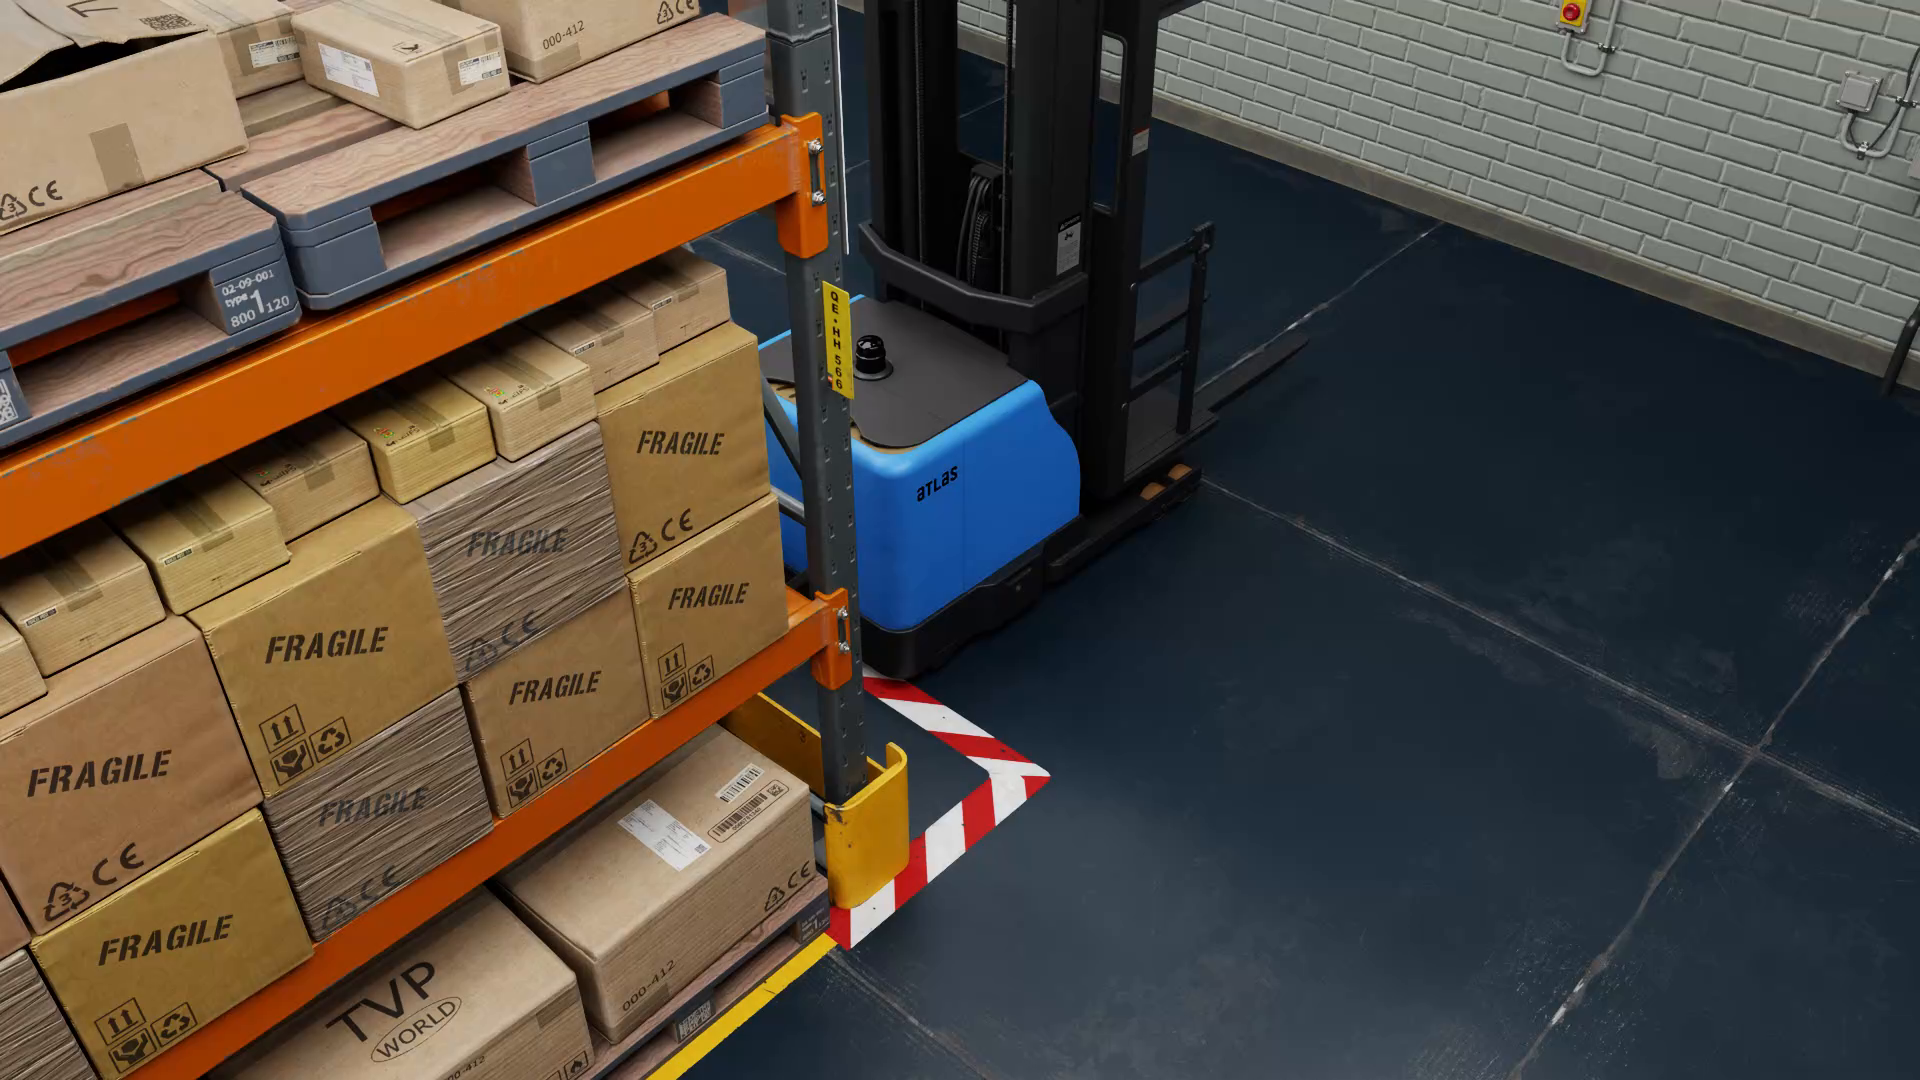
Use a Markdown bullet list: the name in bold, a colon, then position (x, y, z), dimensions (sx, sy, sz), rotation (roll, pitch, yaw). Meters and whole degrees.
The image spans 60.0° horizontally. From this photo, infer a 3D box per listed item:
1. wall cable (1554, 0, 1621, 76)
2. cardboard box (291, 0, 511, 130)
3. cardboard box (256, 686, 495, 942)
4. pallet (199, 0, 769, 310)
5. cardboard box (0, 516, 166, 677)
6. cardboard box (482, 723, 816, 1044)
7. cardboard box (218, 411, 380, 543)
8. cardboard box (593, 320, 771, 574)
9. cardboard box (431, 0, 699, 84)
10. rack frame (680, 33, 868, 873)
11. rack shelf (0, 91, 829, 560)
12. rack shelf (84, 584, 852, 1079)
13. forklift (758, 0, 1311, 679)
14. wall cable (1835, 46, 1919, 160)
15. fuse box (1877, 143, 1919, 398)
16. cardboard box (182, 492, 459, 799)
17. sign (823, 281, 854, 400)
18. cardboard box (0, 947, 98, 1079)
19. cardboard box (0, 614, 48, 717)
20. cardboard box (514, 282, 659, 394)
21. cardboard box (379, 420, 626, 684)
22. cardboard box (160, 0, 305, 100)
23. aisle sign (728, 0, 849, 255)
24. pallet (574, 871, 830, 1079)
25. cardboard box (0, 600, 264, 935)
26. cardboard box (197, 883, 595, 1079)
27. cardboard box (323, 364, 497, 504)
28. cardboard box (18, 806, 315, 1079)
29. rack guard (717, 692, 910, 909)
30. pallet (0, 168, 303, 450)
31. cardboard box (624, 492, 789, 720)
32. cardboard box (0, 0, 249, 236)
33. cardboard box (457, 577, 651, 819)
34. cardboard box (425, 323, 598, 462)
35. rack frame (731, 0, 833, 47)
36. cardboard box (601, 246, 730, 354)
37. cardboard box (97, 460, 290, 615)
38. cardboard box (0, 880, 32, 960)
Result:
- **wall cable**: position (3.074, -3.222, 8.050), dimensions (0.585, 1.953, 0.123), rotation (30, 47, 32)
- **cardboard box**: position (-1.174, -1.020, 3.497), dimensions (0.380, 0.149, 0.250), rotation (26, 45, 29)
- **cardboard box**: position (-1.533, 0.547, 4.072), dimensions (0.500, 0.500, 0.500), rotation (31, 48, 33)
- **pallet**: position (-1.206, -1.006, 3.766), dimensions (1.003, 0.211, 1.213), rotation (30, 47, 32)
- **cardboard box**: position (-1.819, 0.075, 3.341), dimensions (0.380, 0.149, 0.250), rotation (31, 48, 33)
- **cardboard box**: position (-1.085, 0.972, 5.339), dimensions (0.875, 0.438, 0.875), rotation (28, 46, 31)
- **cardboard box**: position (-1.502, -0.178, 3.658), dimensions (0.380, 0.149, 0.250), rotation (29, 47, 32)
- **cardboard box**: position (-0.863, -0.321, 4.360), dimensions (0.500, 0.500, 0.500), rotation (31, 48, 33)
- **cardboard box**: position (-0.950, -1.286, 3.750), dimensions (0.500, 0.250, 0.500), rotation (25, 45, 28)
- **rack frame**: position (-0.713, -0.212, 5.106), dimensions (1.000, 3.000, 0.127), rotation (30, 47, 32)
- **rack shelf**: position (-2.062, -0.185, 3.241), dimensions (1.077, 0.370, 4.000), rotation (30, 47, 32)
- **rack shelf**: position (-2.062, 0.989, 4.174), dimensions (1.077, 0.370, 4.000), rotation (30, 47, 32)
- **forklift**: position (0.434, -1.431, 6.694), dimensions (1.130, 2.935, 3.031), rotation (31, 48, 33)
- **wall cable**: position (4.128, -2.619, 7.318), dimensions (0.588, 1.984, 0.122), rotation (30, 47, 32)
- **fuse box**: position (4.526, -1.359, 7.584), dimensions (0.539, 1.711, 0.414), rotation (30, 47, 32)
- **cardboard box**: position (-1.530, 0.158, 3.758), dimensions (0.500, 0.500, 0.500), rotation (29, 47, 32)
- **sign**: position (-0.322, -0.523, 4.377), dimensions (0.100, 0.325, 0.005), rotation (30, 47, 32)
- **cardboard box**: position (-2.219, 1.026, 3.469), dimensions (0.500, 0.500, 0.500), rotation (30, 47, 32)
- **cardboard box**: position (-1.966, 0.214, 3.166), dimensions (0.380, 0.149, 0.250), rotation (30, 47, 32)
- **cardboard box**: position (-0.961, -0.520, 4.089), dimensions (0.380, 0.149, 0.250), rotation (31, 48, 33)
- **cardboard box**: position (-1.194, -0.068, 4.042), dimensions (0.500, 0.500, 0.500), rotation (30, 47, 32)
- **cardboard box**: position (-1.617, -1.088, 3.582), dimensions (0.380, 0.149, 0.250), rotation (31, 48, 33)
- **aisle sign**: position (-0.436, -1.132, 4.175), dimensions (0.394, 0.787, 0.004), rotation (30, 47, 32)
- **pallet**: position (-1.195, 1.280, 5.471), dimensions (1.003, 0.211, 1.213), rotation (30, 47, 32)
- **cardboard box**: position (-1.870, 0.388, 3.468), dimensions (0.500, 0.500, 0.500), rotation (29, 47, 32)
- **cardboard box**: position (-1.696, 1.396, 4.806), dimensions (0.875, 0.438, 0.875), rotation (31, 48, 33)
- **cardboard box**: position (-1.273, -0.268, 3.772), dimensions (0.380, 0.149, 0.250), rotation (31, 48, 33)
- **cardboard box**: position (-1.872, 0.789, 3.767), dimensions (0.500, 0.500, 0.500), rotation (31, 48, 33)
- **rack guard**: position (-0.697, 0.756, 5.898), dimensions (1.175, 0.500, 0.348), rotation (30, 47, 32)
- **pallet**: position (-2.029, -0.443, 3.058), dimensions (1.003, 0.211, 1.213), rotation (30, 47, 32)
- **cardboard box**: position (-0.843, 0.082, 4.657), dimensions (0.500, 0.500, 0.500), rotation (30, 47, 32)
- **cardboard box**: position (-1.760, -0.888, 3.200), dimensions (0.500, 0.311, 0.500), rotation (31, 48, 33)
- **cardboard box**: position (-1.193, 0.306, 4.374), dimensions (0.500, 0.500, 0.500), rotation (29, 47, 31)
- **cardboard box**: position (-1.073, -0.366, 3.896), dimensions (0.380, 0.149, 0.250), rotation (29, 47, 31)
- **rack frame**: position (-0.713, -2.560, 3.239), dimensions (1.000, 3.000, 0.127), rotation (30, 47, 32)
- **cardboard box**: position (-0.808, -0.647, 4.249), dimensions (0.380, 0.149, 0.250), rotation (30, 47, 32)
- **cardboard box**: position (-1.628, -0.038, 3.483), dimensions (0.380, 0.149, 0.250), rotation (31, 48, 33)
- **cardboard box**: position (-2.212, 0.618, 3.179), dimensions (0.500, 0.500, 0.500), rotation (31, 48, 33)
